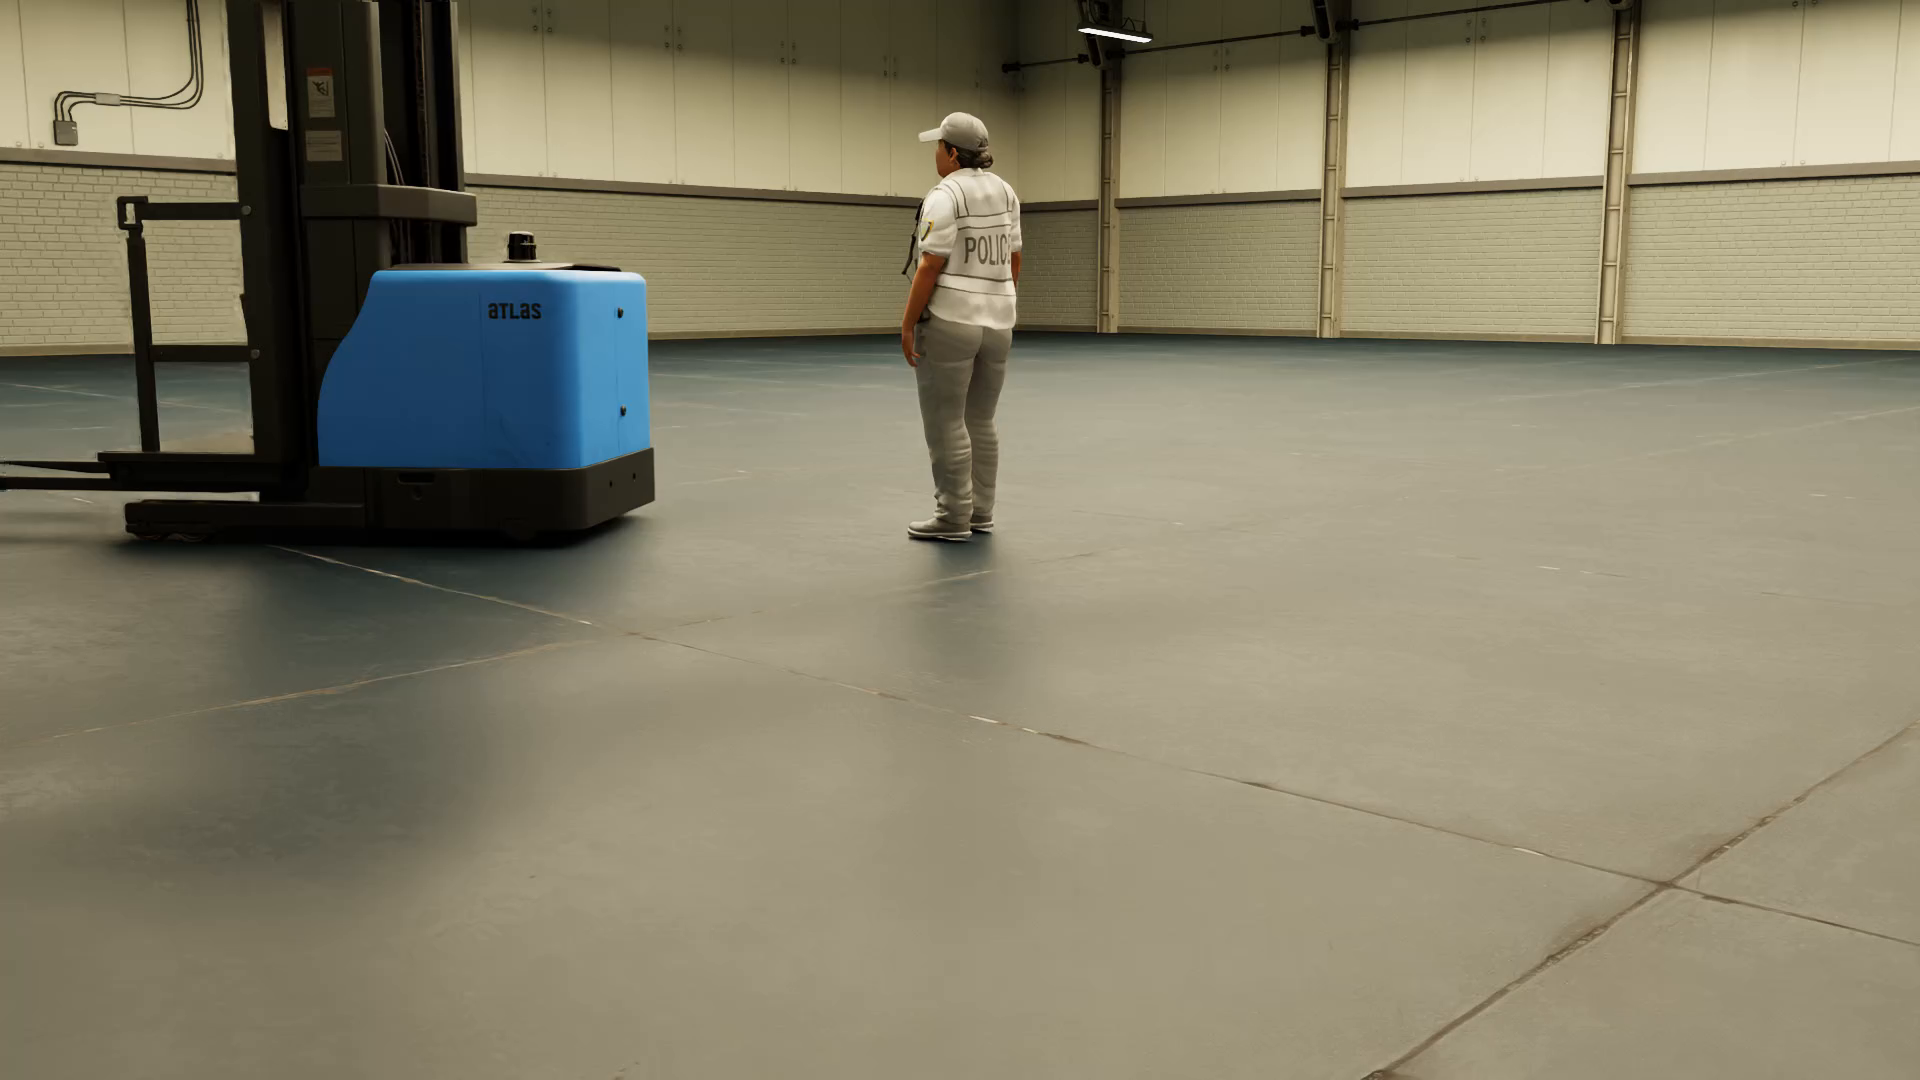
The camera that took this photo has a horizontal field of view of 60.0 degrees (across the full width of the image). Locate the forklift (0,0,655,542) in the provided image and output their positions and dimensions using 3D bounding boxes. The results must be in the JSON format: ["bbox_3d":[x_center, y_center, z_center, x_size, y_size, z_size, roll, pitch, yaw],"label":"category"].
[{"bbox_3d":[-2.912,-1.516,6.941,3.031,2.935,1.130,1,9,7],"label":"forklift"}]

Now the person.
[{"bbox_3d":[-0.040,-0.842,6.661,0.529,1.670,0.599,8,12,43],"label":"person"}]
